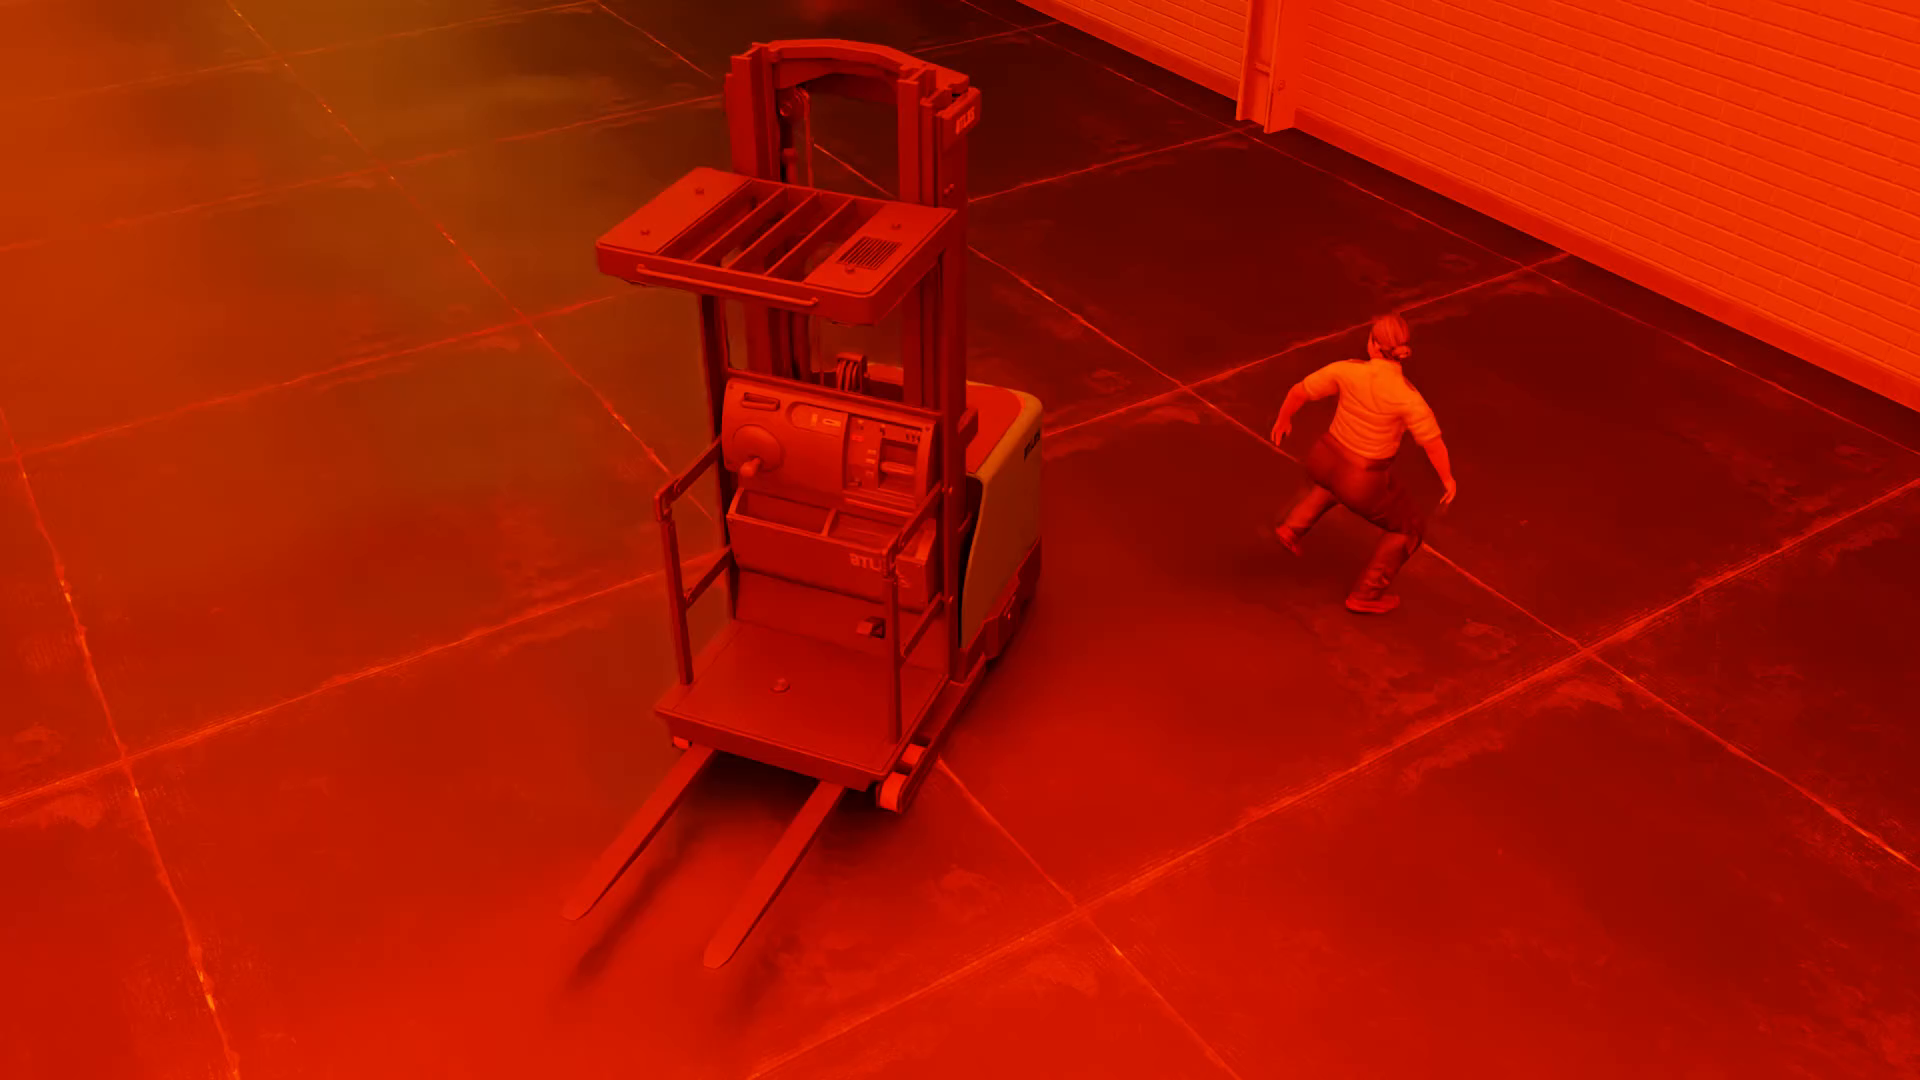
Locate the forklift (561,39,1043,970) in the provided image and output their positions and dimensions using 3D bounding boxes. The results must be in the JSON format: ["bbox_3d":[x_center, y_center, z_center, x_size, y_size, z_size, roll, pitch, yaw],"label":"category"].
[{"bbox_3d":[-0.625,-0.325,6.610,1.130,2.935,3.031,13,37,18],"label":"forklift"}]

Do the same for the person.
[{"bbox_3d":[1.918,-0.382,7.935,0.522,1.549,0.807,-23,41,-29],"label":"person"}]
